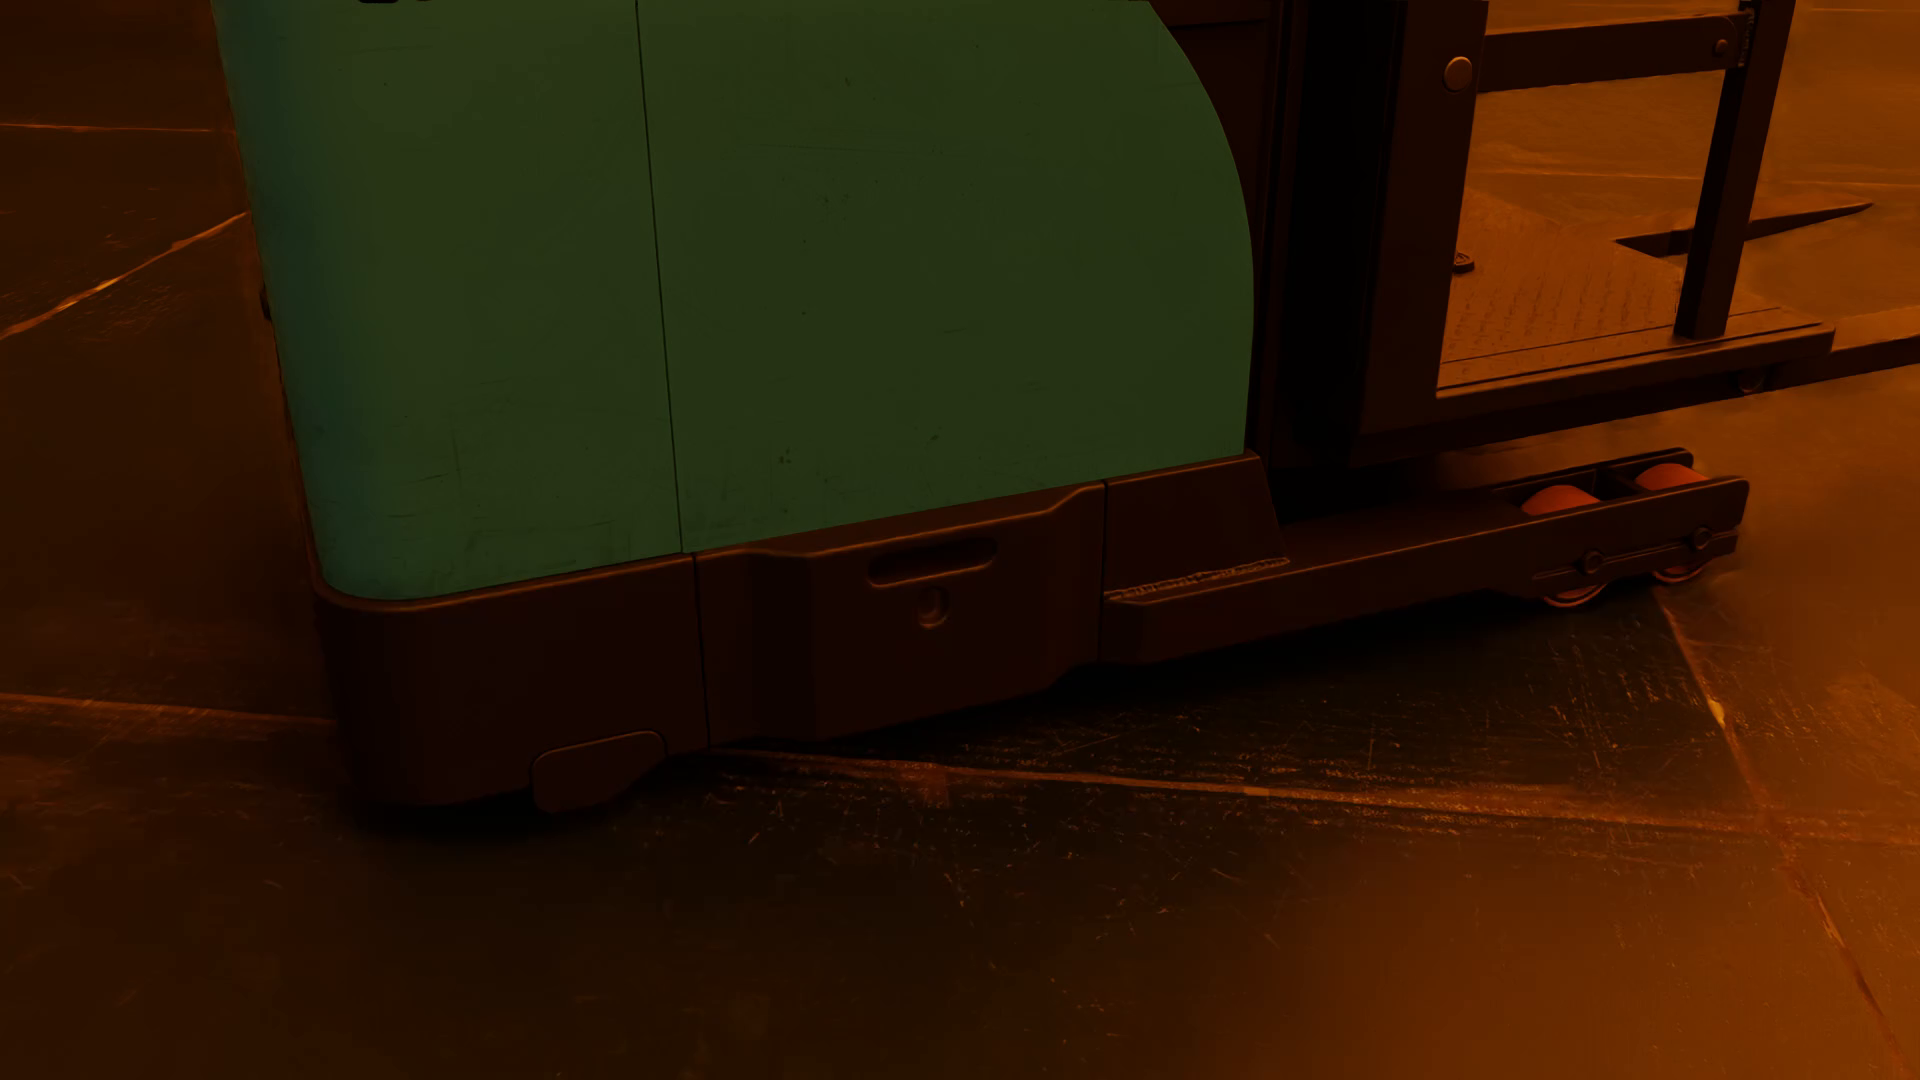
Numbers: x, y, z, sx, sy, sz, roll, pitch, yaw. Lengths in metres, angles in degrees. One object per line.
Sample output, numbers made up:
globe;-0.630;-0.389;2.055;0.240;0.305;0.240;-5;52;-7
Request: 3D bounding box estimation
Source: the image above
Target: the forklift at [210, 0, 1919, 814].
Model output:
forklift;0.564;-1.424;2.072;3.031;2.935;1.130;-11;28;-20
